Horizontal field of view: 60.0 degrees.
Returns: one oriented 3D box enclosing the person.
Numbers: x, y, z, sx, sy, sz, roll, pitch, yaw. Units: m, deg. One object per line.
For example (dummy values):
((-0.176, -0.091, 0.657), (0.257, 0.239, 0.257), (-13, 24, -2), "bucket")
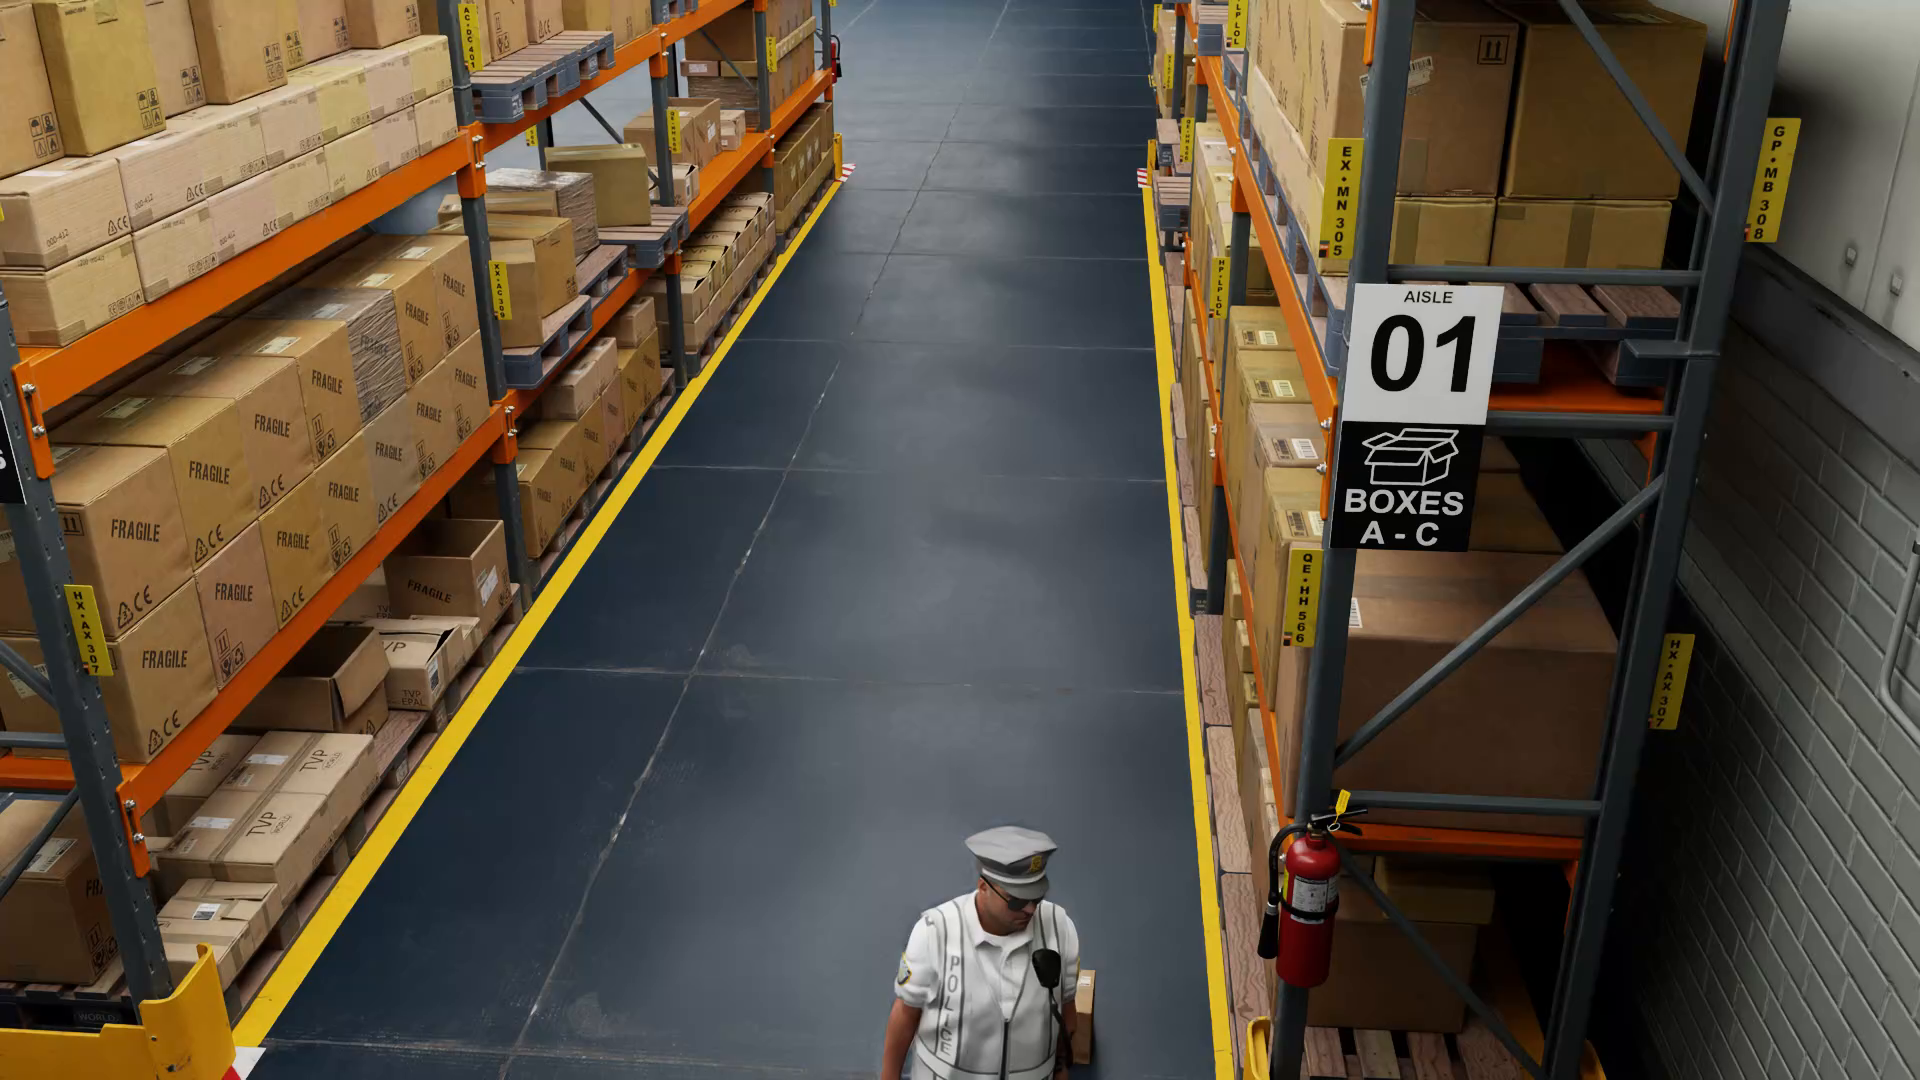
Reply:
((0.064, 1.658, 4.936), (0.619, 1.764, 0.461), (-5, 25, -11), "person")
